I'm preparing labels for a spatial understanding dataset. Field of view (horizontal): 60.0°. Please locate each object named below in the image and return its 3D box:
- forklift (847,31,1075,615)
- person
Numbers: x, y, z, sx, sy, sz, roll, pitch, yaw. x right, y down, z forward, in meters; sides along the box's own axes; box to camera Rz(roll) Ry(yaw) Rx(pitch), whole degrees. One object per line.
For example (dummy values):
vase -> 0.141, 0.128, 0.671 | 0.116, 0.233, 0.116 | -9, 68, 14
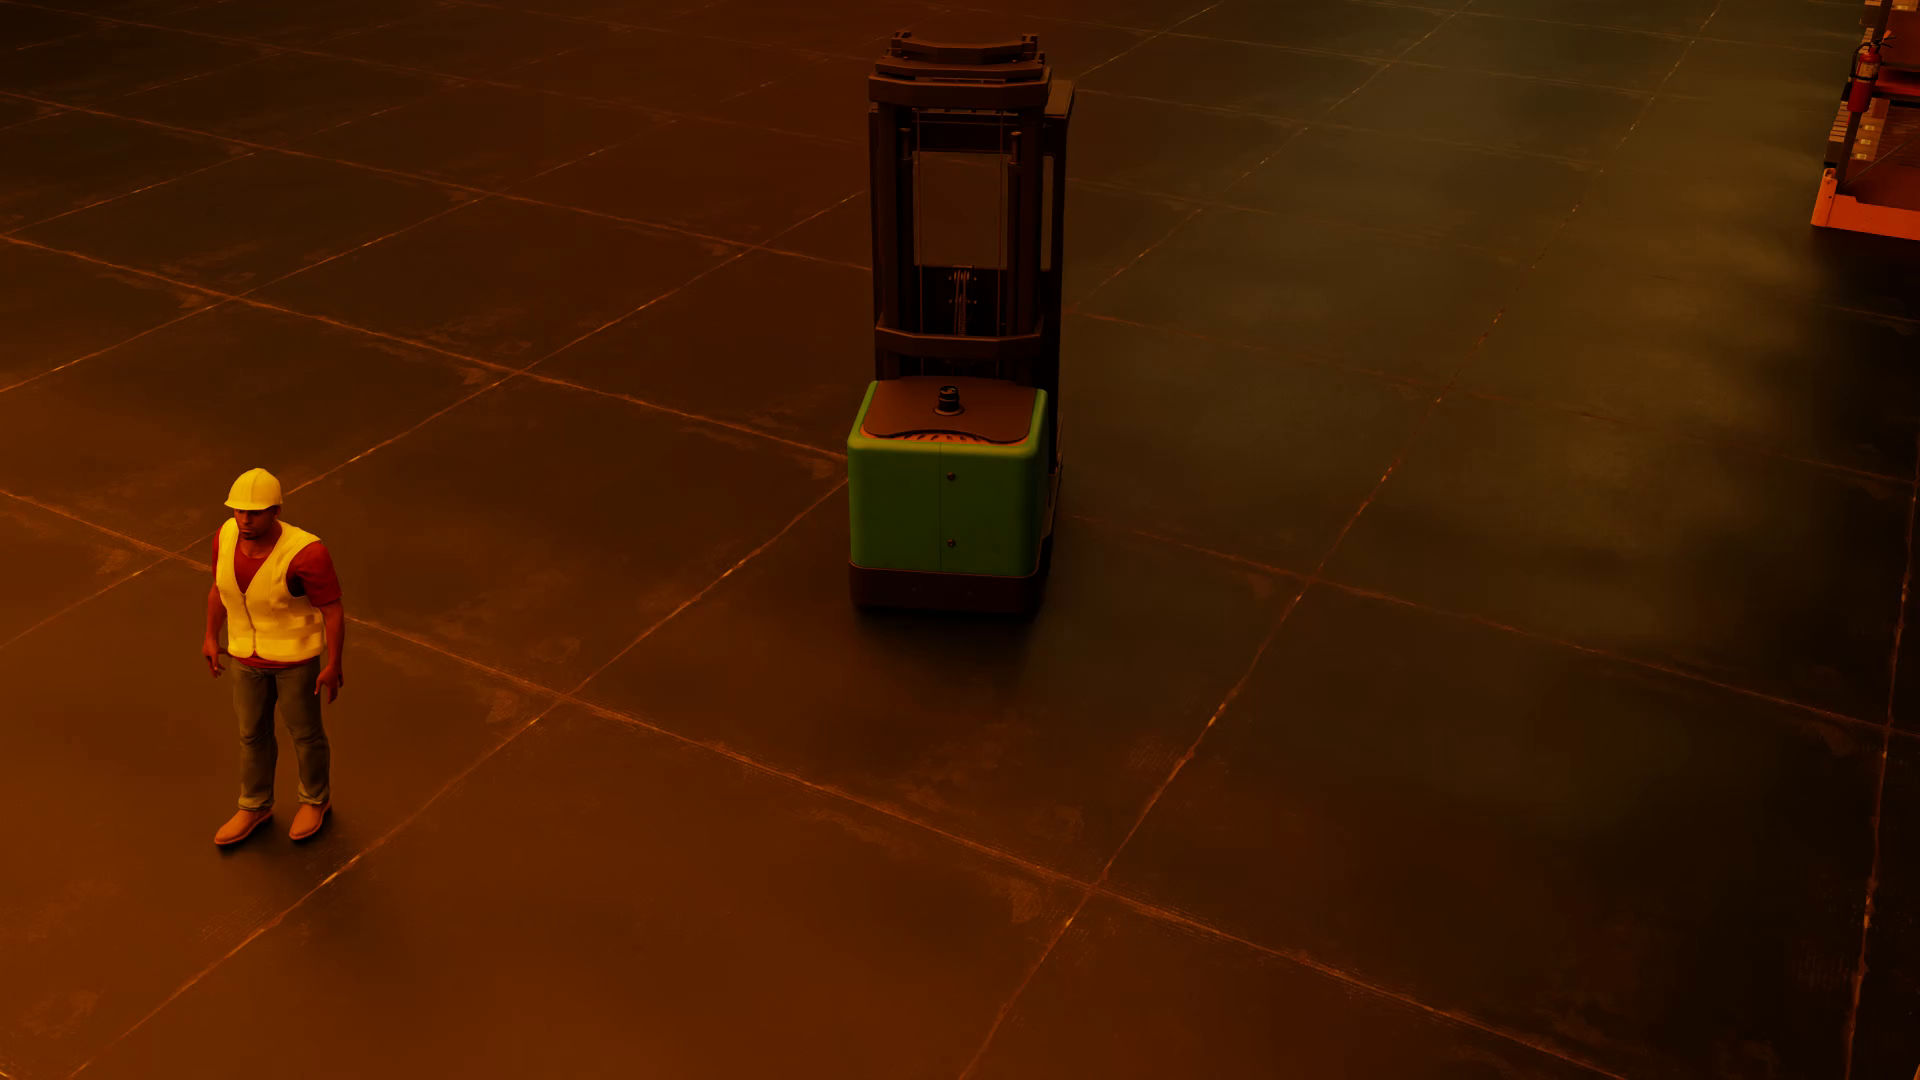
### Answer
forklift -> 0.072, -1.572, 9.794 | 1.130, 2.935, 3.031 | 3, 30, 6
person -> -3.039, 0.533, 7.297 | 0.666, 1.765, 0.578 | 7, 31, 12
